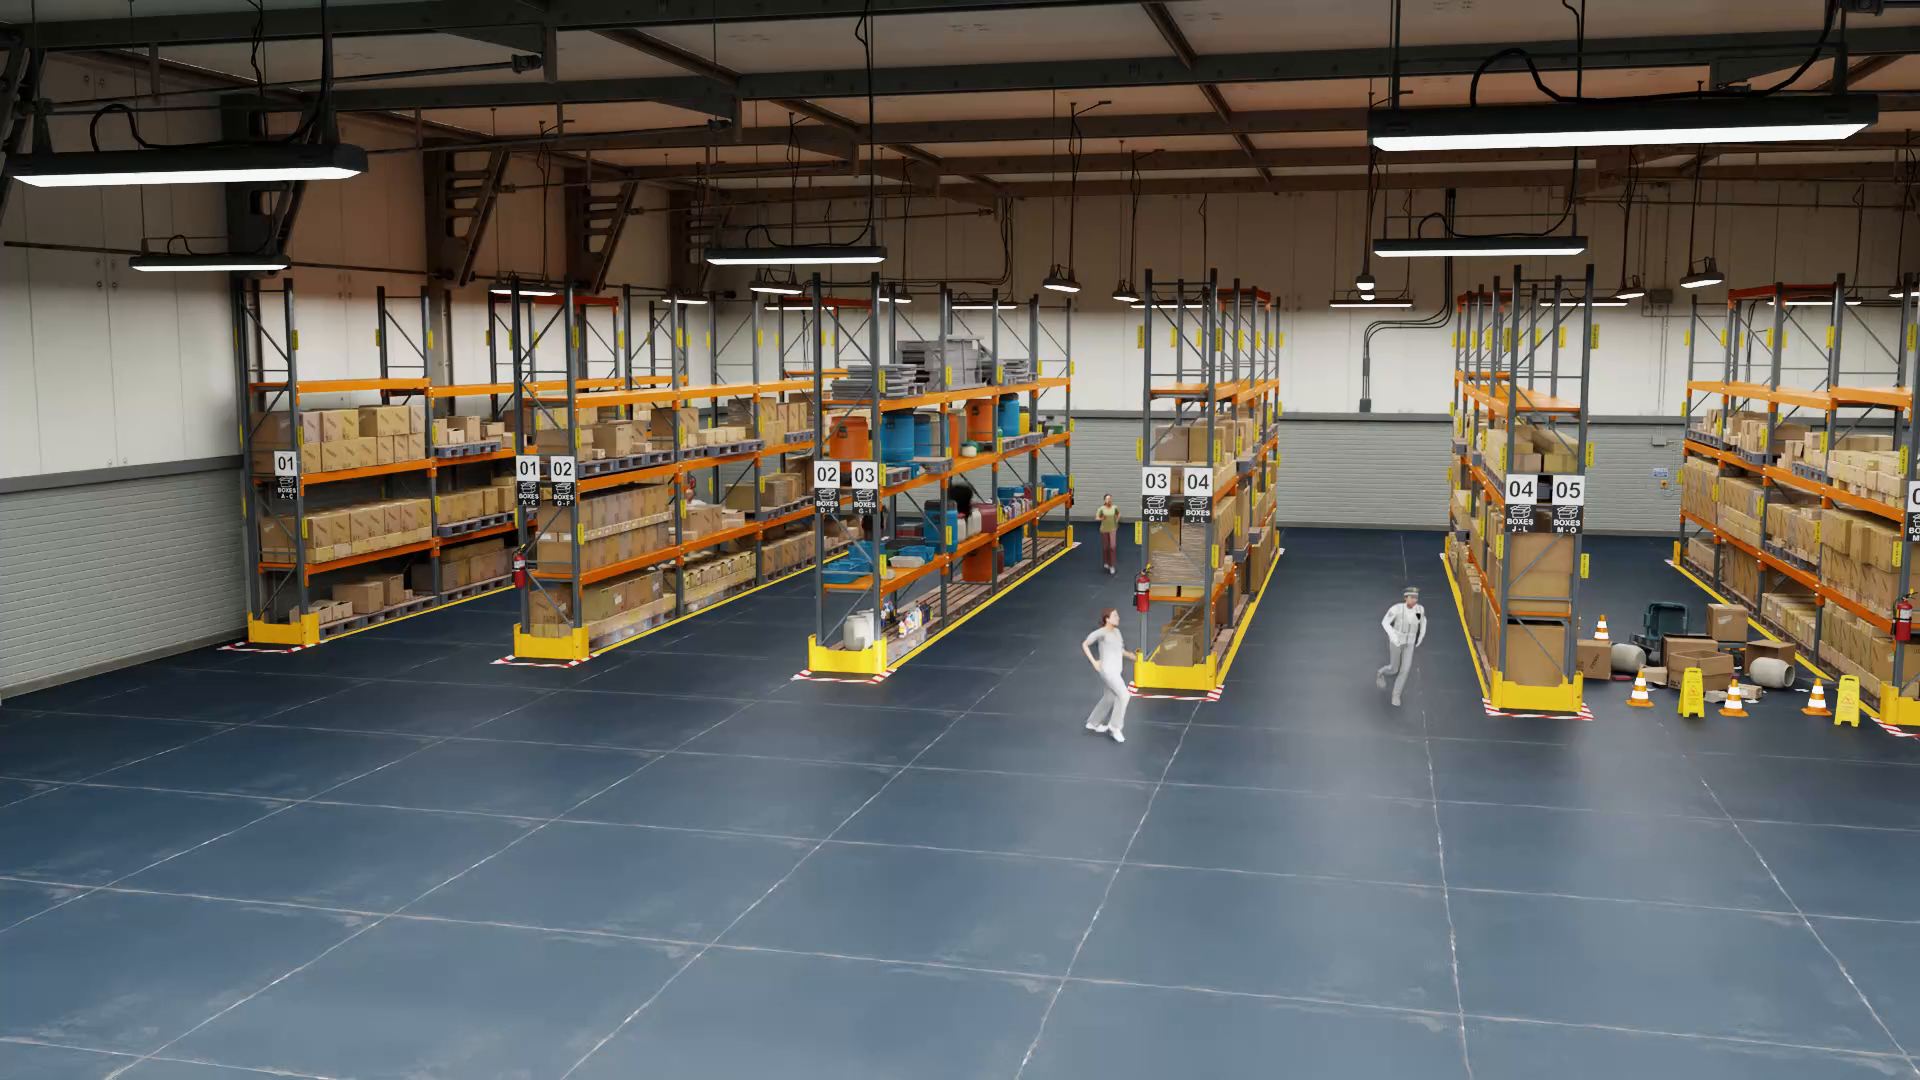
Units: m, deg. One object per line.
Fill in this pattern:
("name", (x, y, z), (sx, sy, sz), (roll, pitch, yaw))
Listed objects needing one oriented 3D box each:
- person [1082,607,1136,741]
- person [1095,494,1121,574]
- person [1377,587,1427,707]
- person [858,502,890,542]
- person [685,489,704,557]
("person", (1.880, 1.696, 20.984), (0.718, 1.665, 0.570), (5, 8, 36))
("person", (3.208, -0.152, 36.054), (0.567, 1.714, 0.776), (0, 7, 2))
("person", (6.177, 1.436, 23.169), (0.652, 1.638, 0.784), (-1, 7, -10))
("person", (-1.778, -0.197, 34.337), (0.650, 1.709, 0.822), (1, 7, 6))
("person", (-5.855, -0.220, 35.962), (0.706, 1.771, 1.034), (1, 7, 8))
